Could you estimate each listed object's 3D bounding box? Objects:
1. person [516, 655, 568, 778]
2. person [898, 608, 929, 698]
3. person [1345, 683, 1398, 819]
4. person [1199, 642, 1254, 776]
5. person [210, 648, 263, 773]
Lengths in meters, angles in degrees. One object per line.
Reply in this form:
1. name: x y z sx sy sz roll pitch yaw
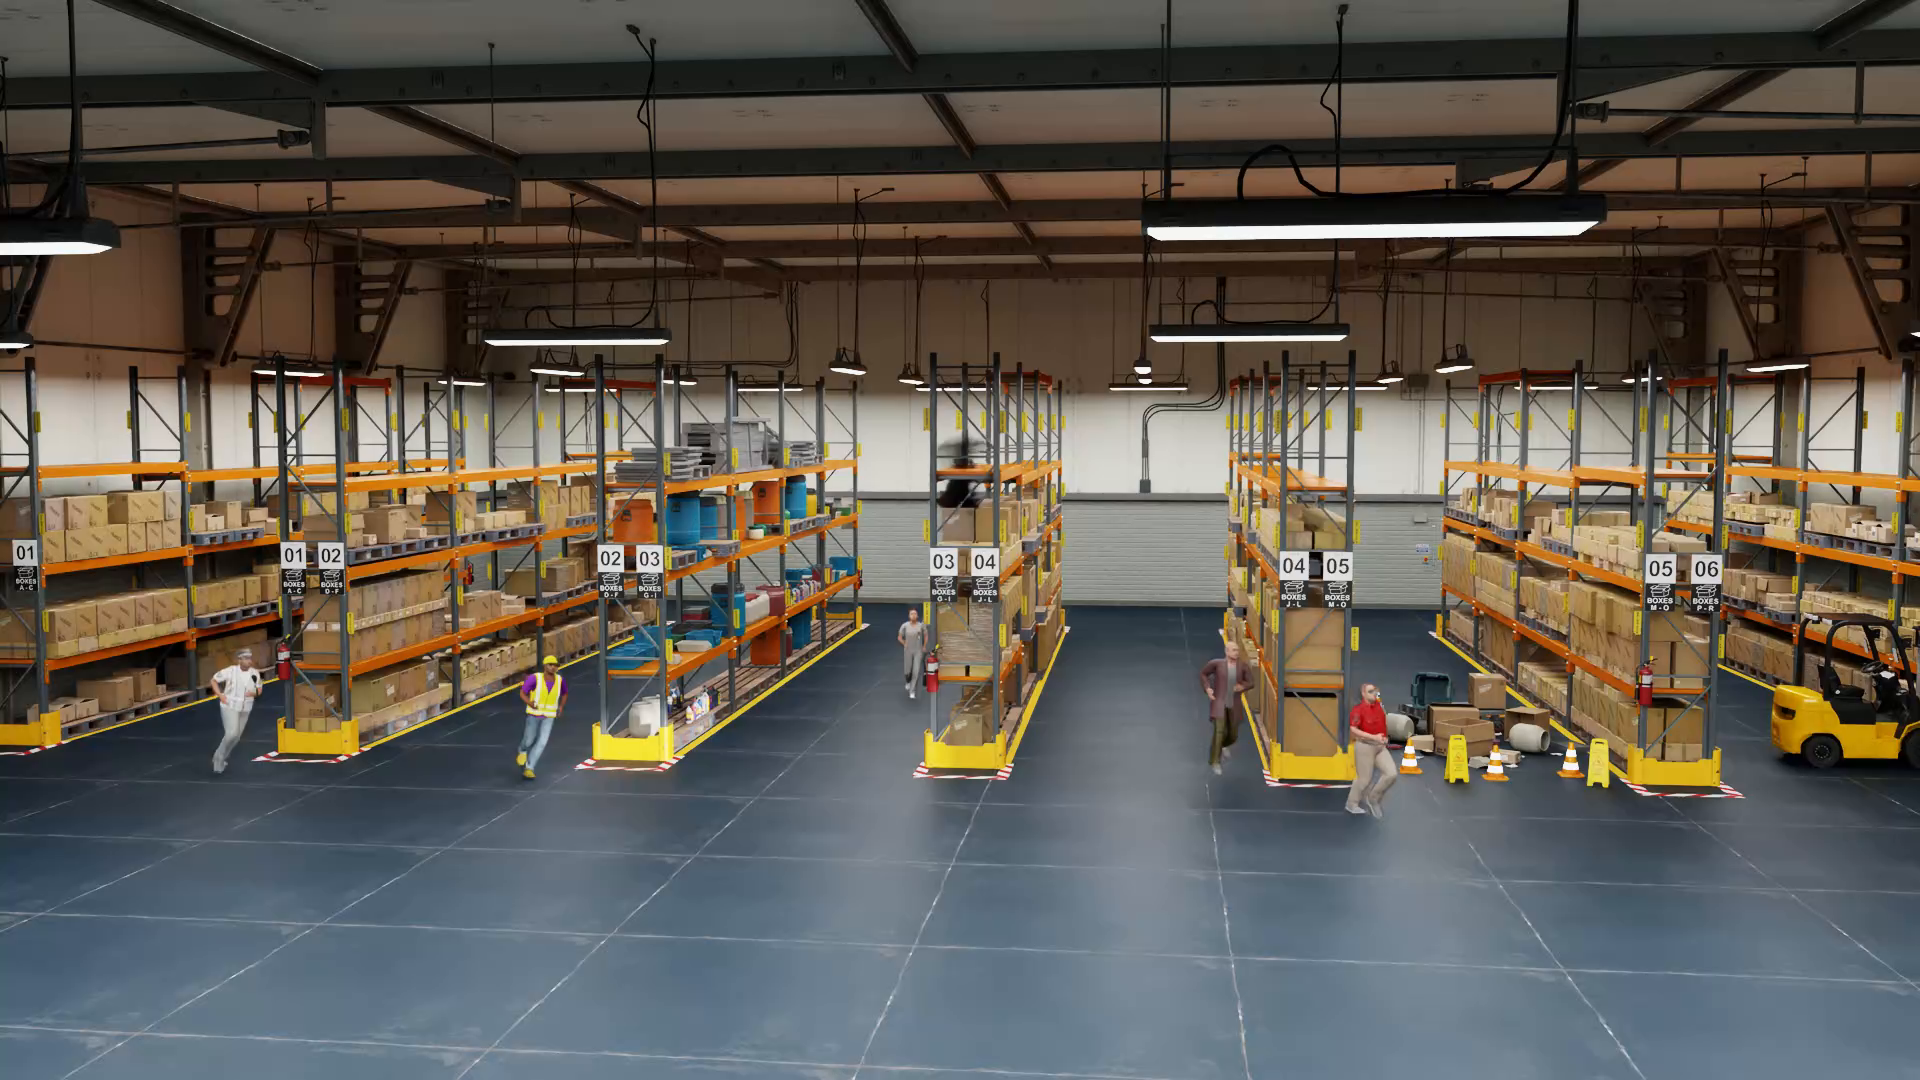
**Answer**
1. person: -5.938 2.483 23.744 0.717 1.701 0.828 -2 4 -23
2. person: -0.846 2.045 30.300 0.563 1.627 0.639 0 4 -6
3. person: 5.197 2.671 21.021 0.662 1.737 0.681 -3 5 -32
4. person: 3.668 2.267 22.758 0.733 1.756 0.957 -1 4 -8
5. person: -10.459 2.456 24.024 0.654 1.782 0.739 3 5 37
